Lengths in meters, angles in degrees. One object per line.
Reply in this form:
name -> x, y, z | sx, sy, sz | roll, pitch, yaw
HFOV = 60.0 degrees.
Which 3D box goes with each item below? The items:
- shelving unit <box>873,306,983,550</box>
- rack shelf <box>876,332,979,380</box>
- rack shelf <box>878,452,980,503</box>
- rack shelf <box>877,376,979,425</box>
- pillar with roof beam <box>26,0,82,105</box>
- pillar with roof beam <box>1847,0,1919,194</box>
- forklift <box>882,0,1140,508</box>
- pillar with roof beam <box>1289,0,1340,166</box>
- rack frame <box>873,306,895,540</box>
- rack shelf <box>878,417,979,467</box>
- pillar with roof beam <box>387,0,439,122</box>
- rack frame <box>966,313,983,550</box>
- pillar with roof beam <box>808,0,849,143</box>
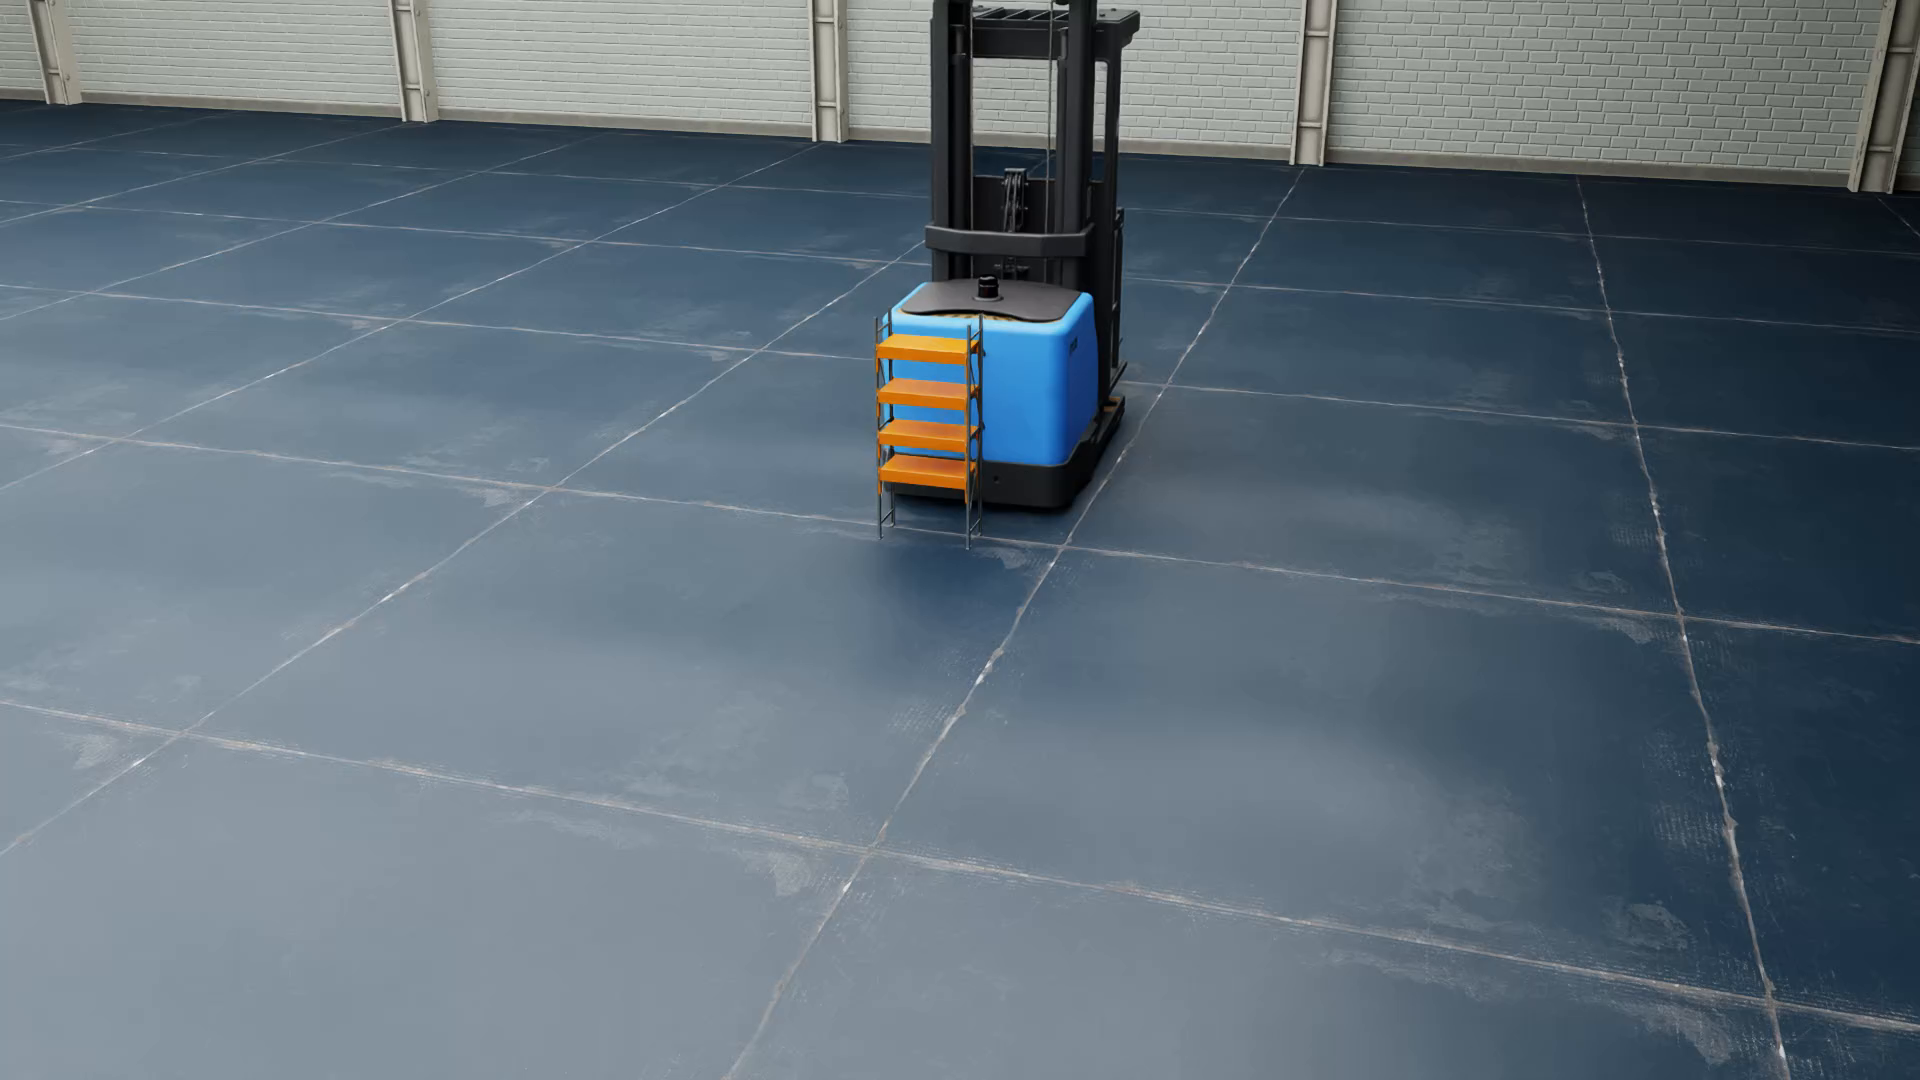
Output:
shelving unit -> -0.158, -0.573, 8.587 | 0.503, 1.200, 0.258 | 7, 23, 16
rack shelf -> -0.158, -0.937, 8.437 | 0.480, 0.148, 0.258 | 7, 23, 16
rack shelf -> -0.158, -0.327, 8.687 | 0.480, 0.148, 0.258 | 7, 23, 16
rack shelf -> -0.158, -0.718, 8.527 | 0.480, 0.148, 0.258 | 7, 23, 16
pillar with roof beam -> -14.376, -9.015, 18.889 | 0.400, 9.000, 9.100 | 7, 23, 16
pillar with roof beam -> 8.601, -6.384, 12.475 | 0.400, 9.000, 9.100 | 7, 23, 16
forklift -> 0.430, -2.061, 9.931 | 1.130, 2.935, 3.031 | 6, 23, 13
pillar with roof beam -> 2.856, -7.042, 14.079 | 0.400, 9.000, 9.100 | 7, 23, 16
rack frame -> -0.392, -0.600, 8.652 | 0.015, 1.200, 0.240 | 7, 23, 16
rack shelf -> -0.158, -0.511, 8.612 | 0.480, 0.148, 0.258 | 7, 23, 16
pillar with roof beam -> -8.632, -8.357, 17.286 | 0.400, 9.000, 9.100 | 7, 23, 16
rack frame -> 0.075, -0.547, 8.521 | 0.015, 1.200, 0.240 | 7, 23, 16
pillar with roof beam -> -2.888, -7.699, 15.682 | 0.400, 9.000, 9.100 | 7, 23, 16
